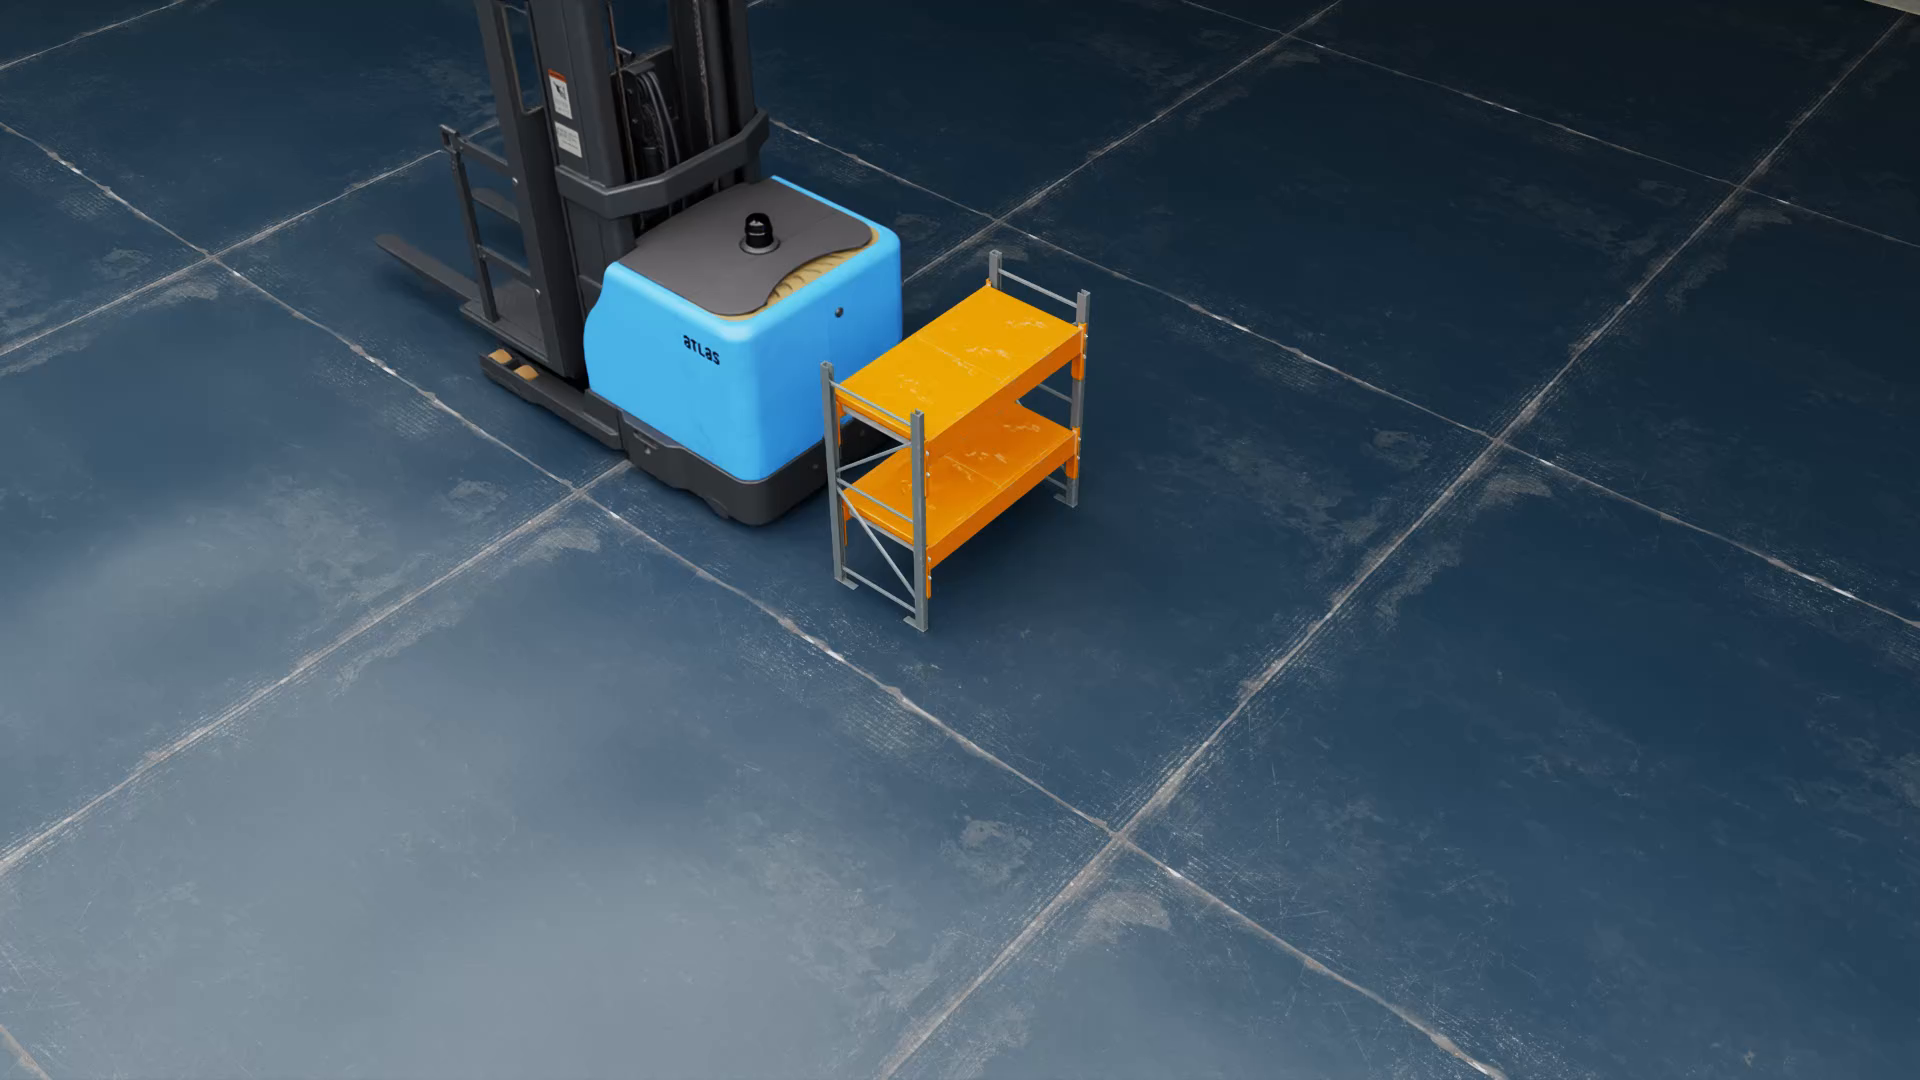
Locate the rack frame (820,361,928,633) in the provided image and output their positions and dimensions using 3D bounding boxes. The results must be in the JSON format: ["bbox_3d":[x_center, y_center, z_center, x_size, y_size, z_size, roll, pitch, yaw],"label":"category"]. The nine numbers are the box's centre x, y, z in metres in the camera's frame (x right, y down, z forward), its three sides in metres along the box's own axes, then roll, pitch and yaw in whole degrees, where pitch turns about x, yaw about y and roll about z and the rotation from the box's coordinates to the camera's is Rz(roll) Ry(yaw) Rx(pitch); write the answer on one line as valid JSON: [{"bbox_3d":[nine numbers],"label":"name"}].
[{"bbox_3d":[-0.332,-0.151,6.580,0.500,1.125,0.032,29,50,28],"label":"rack frame"}]

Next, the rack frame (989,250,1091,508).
[{"bbox_3d":[0.323,-0.674,7.156,0.500,1.125,0.032,29,50,28],"label":"rack frame"}]

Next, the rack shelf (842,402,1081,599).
[{"bbox_3d":[-0.004,-0.232,7.032,0.538,0.278,1.000,29,50,28],"label":"rack shelf"}]

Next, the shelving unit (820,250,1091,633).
[{"bbox_3d":[-0.004,-0.413,6.868,0.538,1.125,1.048,29,50,28],"label":"shelving unit"}]

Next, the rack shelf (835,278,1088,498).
[{"bbox_3d":[-0.004,-0.629,6.671,0.538,0.278,1.000,29,50,28],"label":"rack shelf"}]

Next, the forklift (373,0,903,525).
[{"bbox_3d":[-1.686,-1.997,7.268,3.031,2.935,1.130,30,50,29],"label":"forklift"}]
